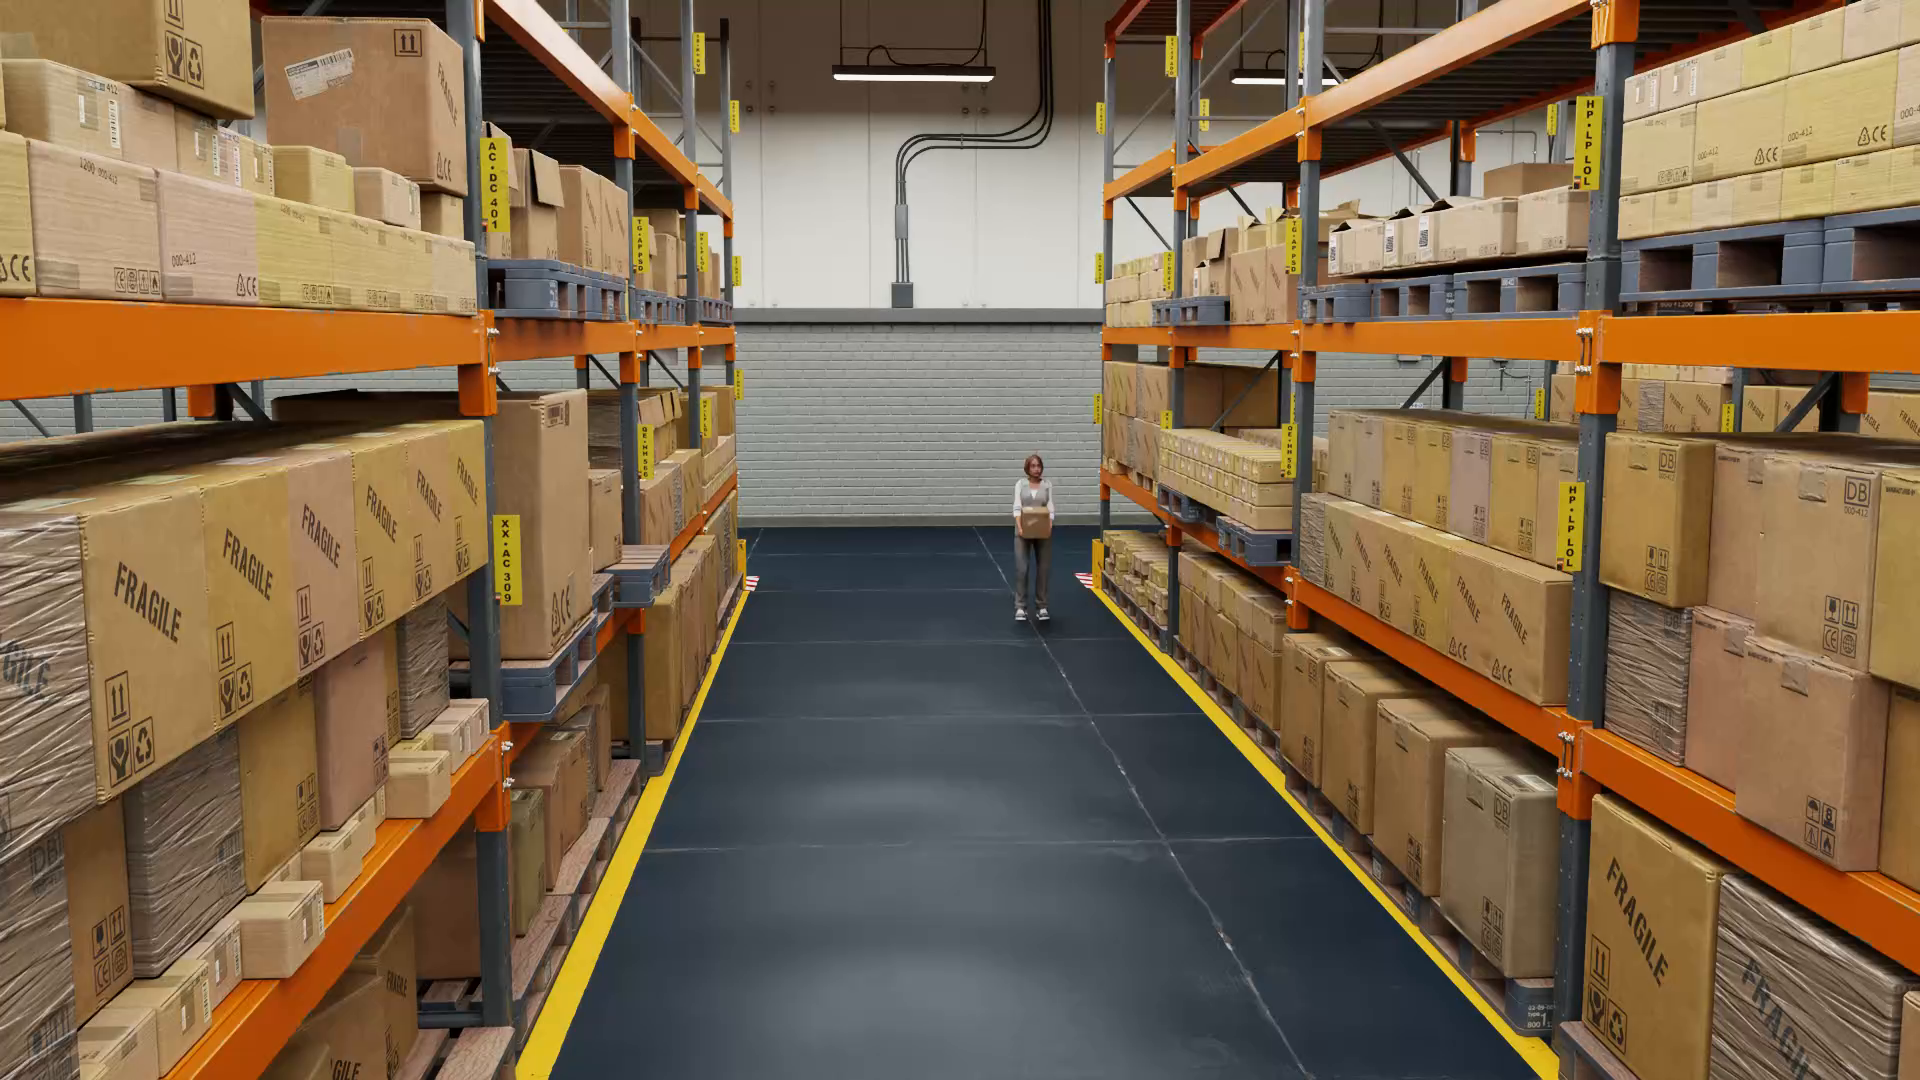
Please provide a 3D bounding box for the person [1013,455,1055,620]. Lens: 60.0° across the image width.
[{"bbox_3d":[0.707,-0.015,15.948,0.404,1.591,0.490,0,7,-3],"label":"person"}]
